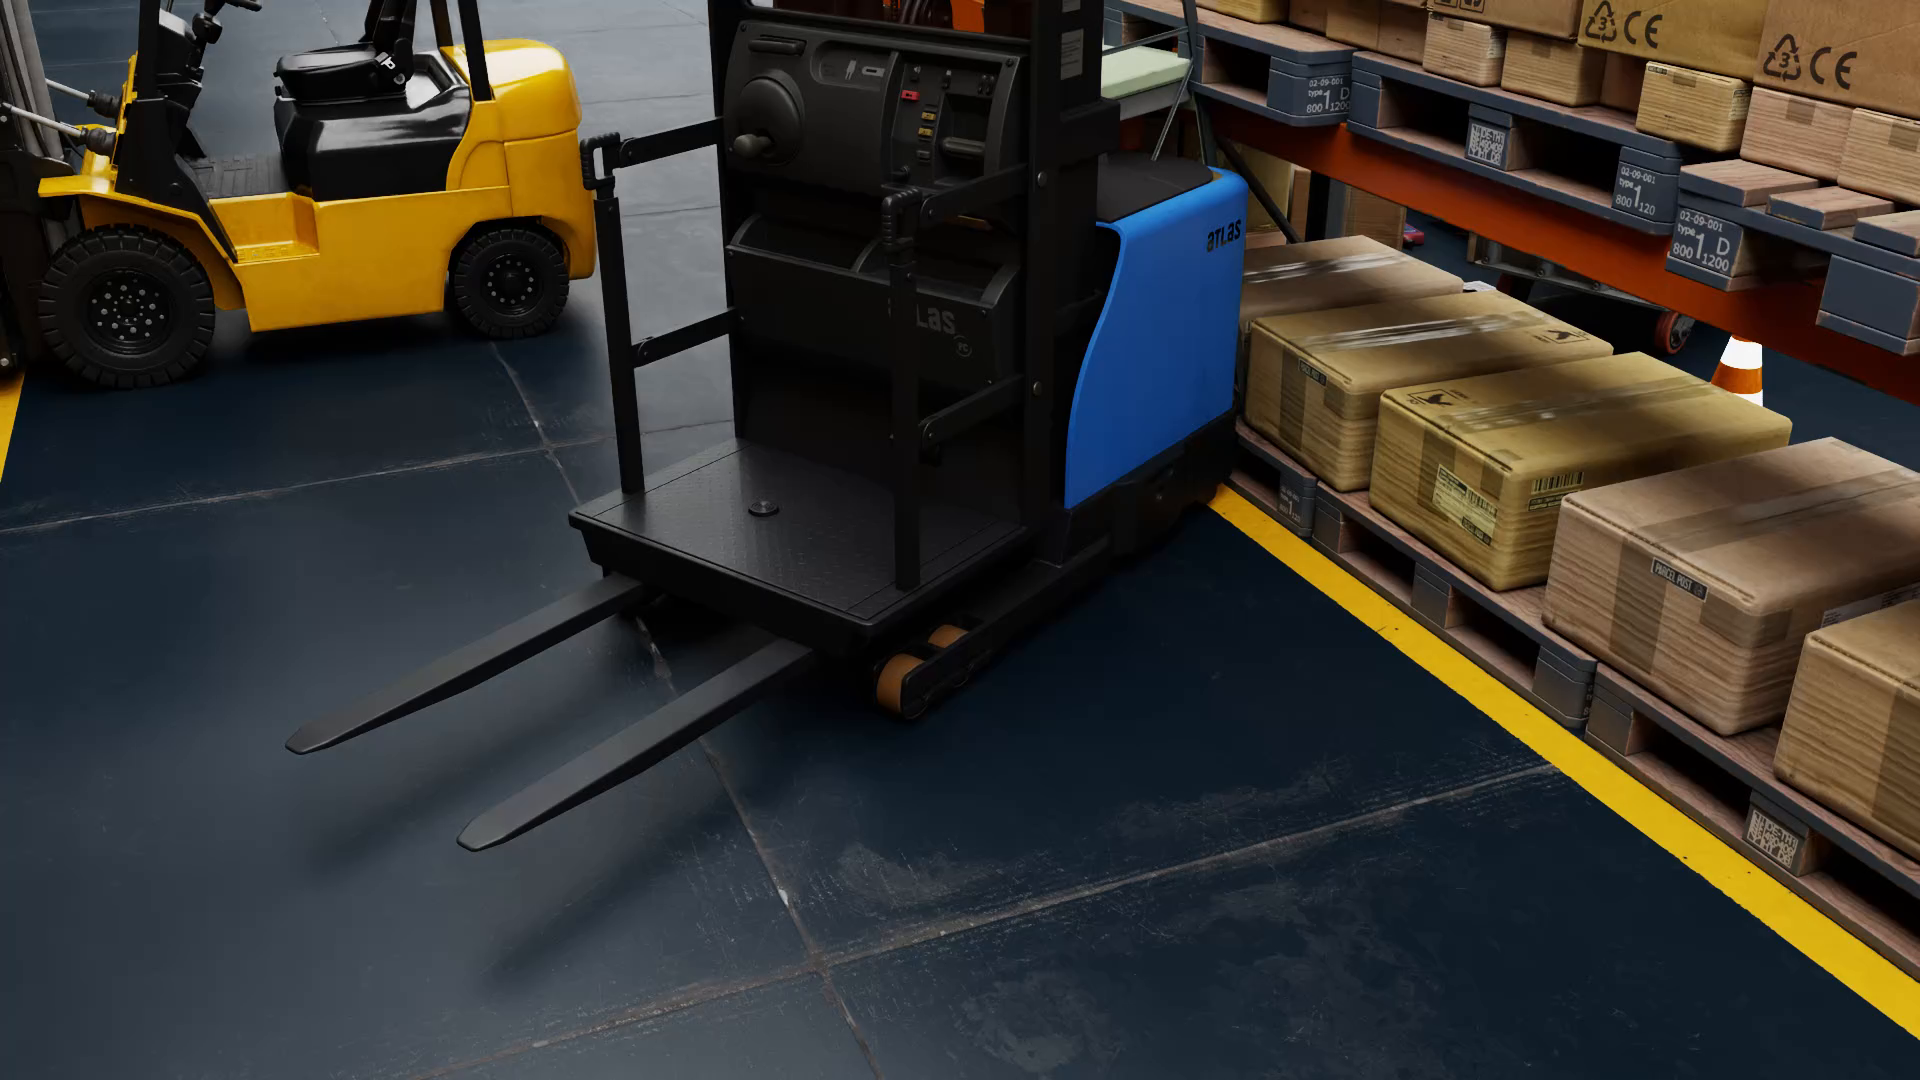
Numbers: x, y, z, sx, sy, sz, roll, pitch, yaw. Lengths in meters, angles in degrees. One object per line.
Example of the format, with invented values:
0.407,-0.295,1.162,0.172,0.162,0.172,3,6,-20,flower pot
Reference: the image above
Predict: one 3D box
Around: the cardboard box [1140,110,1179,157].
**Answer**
0.523,-1.476,6.654,0.500,0.500,0.500,-11,28,-21,cardboard box

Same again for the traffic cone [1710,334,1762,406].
2.775,-0.593,5.937,0.336,0.463,0.334,-11,28,-21,traffic cone

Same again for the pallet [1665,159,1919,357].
2.191,-0.561,3.199,1.213,0.211,1.003,-11,28,-21,pallet

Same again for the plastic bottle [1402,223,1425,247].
2.222,-1.516,8.284,0.133,0.061,0.283,-6,27,-12,plastic bottle

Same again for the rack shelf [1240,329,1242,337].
0.604,-0.768,5.740,0.431,0.370,0.720,-20,27,-14,rack shelf

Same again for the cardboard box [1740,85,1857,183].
1.820,-0.839,3.356,0.380,0.149,0.250,-12,28,-23,cardboard box

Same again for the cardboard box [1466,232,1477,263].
2.657,-1.462,7.942,0.396,0.266,0.258,13,29,24,cardboard box

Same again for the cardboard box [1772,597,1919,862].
2.356,0.384,3.561,0.950,0.372,0.625,-13,29,-24,cardboard box

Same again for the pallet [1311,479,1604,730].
1.789,0.068,4.871,1.003,0.211,1.213,-11,28,-21,pallet

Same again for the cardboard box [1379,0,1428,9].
1.299,-1.718,4.417,0.500,0.500,0.500,-11,28,-21,cardboard box

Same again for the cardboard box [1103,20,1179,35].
0.595,-1.957,6.126,0.380,0.149,0.250,-11,28,-21,cardboard box

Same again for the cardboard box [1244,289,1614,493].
1.494,-0.500,5.371,0.950,0.372,0.625,-9,27,-17,cardboard box

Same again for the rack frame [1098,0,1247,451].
0.667,-0.927,5.281,0.400,1.500,0.023,-20,27,-14,rack frame

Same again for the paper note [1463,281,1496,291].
2.364,-1.166,7.603,0.148,0.019,0.142,-11,28,-21,paper note

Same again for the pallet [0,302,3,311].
-4.319,-0.707,6.457,1.003,0.211,1.213,-11,28,-21,pallet

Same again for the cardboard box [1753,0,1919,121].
1.922,-1.088,3.128,0.500,0.500,0.500,-11,28,-21,cardboard box

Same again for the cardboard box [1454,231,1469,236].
2.826,-1.897,8.406,0.797,0.637,0.503,-11,28,-21,cardboard box

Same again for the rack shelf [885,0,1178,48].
0.218,-2.477,7.724,1.077,0.370,4.000,-11,28,-21,rack shelf

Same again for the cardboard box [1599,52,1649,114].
1.717,-1.070,3.831,0.380,0.149,0.250,-10,28,-20,cardboard box

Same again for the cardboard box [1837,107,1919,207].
1.912,-0.736,3.145,0.380,0.149,0.250,-11,28,-21,cardboard box

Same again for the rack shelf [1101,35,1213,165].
0.460,-1.397,5.430,0.431,0.370,0.720,-20,27,-14,rack shelf

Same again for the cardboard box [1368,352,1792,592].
1.768,-0.219,4.797,0.950,0.372,0.625,-10,28,-19,cardboard box

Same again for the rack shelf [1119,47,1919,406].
1.785,-0.862,4.417,1.077,0.370,4.000,-11,28,-21,rack shelf

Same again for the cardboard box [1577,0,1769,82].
1.723,-1.291,3.545,0.500,0.500,0.500,-13,29,-24,cardboard box

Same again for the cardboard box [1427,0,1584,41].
1.510,-1.512,3.996,0.500,0.500,0.500,-12,28,-23,cardboard box

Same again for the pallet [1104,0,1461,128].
1.167,-1.573,5.272,1.003,0.211,1.213,-11,28,-21,pallet

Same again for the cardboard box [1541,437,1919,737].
2.059,0.088,4.168,0.950,0.372,0.625,-11,28,-22,cardboard box

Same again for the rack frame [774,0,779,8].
-0.565,-3.608,9.220,1.000,3.000,0.127,-11,28,-21,rack frame

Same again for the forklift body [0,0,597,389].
-2.710,-1.920,6.731,2.313,2.155,1.214,-11,28,-21,forklift body

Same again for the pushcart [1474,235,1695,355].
3.080,-1.226,7.332,1.648,0.377,0.936,-22,34,-38,pushcart

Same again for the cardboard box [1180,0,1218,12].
0.927,-1.791,5.308,0.380,0.149,0.250,-10,28,-20,cardboard box

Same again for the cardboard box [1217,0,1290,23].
1.017,-1.689,5.098,0.380,0.149,0.250,-10,28,-20,cardboard box

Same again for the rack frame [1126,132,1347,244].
1.001,-1.993,5.913,1.000,3.000,0.127,-11,28,-21,rack frame

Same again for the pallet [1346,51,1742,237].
1.755,-1.084,4.270,1.003,0.211,1.213,-11,28,-21,pallet

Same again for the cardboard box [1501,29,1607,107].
1.543,-1.158,4.010,0.380,0.149,0.250,-12,28,-22,cardboard box

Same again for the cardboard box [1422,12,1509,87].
1.412,-1.260,4.220,0.380,0.149,0.250,-9,28,-19,cardboard box

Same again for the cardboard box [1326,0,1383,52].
1.260,-1.477,4.663,0.380,0.149,0.250,-10,28,-20,cardboard box

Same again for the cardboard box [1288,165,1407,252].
1.834,-1.537,7.825,0.500,0.500,0.500,8,27,15,cardboard box

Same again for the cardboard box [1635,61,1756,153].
1.700,-0.947,3.579,0.380,0.149,0.250,-10,28,-20,cardboard box

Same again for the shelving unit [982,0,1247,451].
0.539,-1.055,5.599,0.431,1.500,0.755,-20,27,-14,shelving unit

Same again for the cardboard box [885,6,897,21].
-0.494,-2.515,8.783,0.500,0.500,0.500,-12,28,-22,cardboard box

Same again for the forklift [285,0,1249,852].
-0.372,-1.097,4.156,1.130,2.935,3.031,18,31,32,forklift

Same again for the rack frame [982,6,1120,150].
0.410,-1.182,5.917,0.400,1.500,0.023,-20,27,-14,rack frame

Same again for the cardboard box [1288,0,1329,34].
1.198,-1.588,4.891,0.380,0.149,0.250,-9,27,-17,cardboard box

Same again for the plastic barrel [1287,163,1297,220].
1.637,-1.876,8.610,0.512,0.421,0.421,8,27,15,plastic barrel

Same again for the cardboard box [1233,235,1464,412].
1.209,-0.789,5.964,0.950,0.372,0.625,-10,28,-20,cardboard box

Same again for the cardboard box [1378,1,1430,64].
1.356,-1.376,4.458,0.380,0.149,0.250,-10,28,-20,cardboard box

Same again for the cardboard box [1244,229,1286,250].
1.019,-1.231,7.007,0.500,0.250,0.500,-12,28,-23,cardboard box

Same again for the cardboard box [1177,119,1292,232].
1.019,-1.568,6.842,0.500,0.500,0.500,-9,27,-18,cardboard box

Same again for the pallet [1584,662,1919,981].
2.263,0.559,3.864,1.003,0.211,1.213,-11,28,-21,pallet

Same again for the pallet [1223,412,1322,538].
1.308,-0.426,5.881,1.003,0.211,1.213,-11,28,-21,pallet
